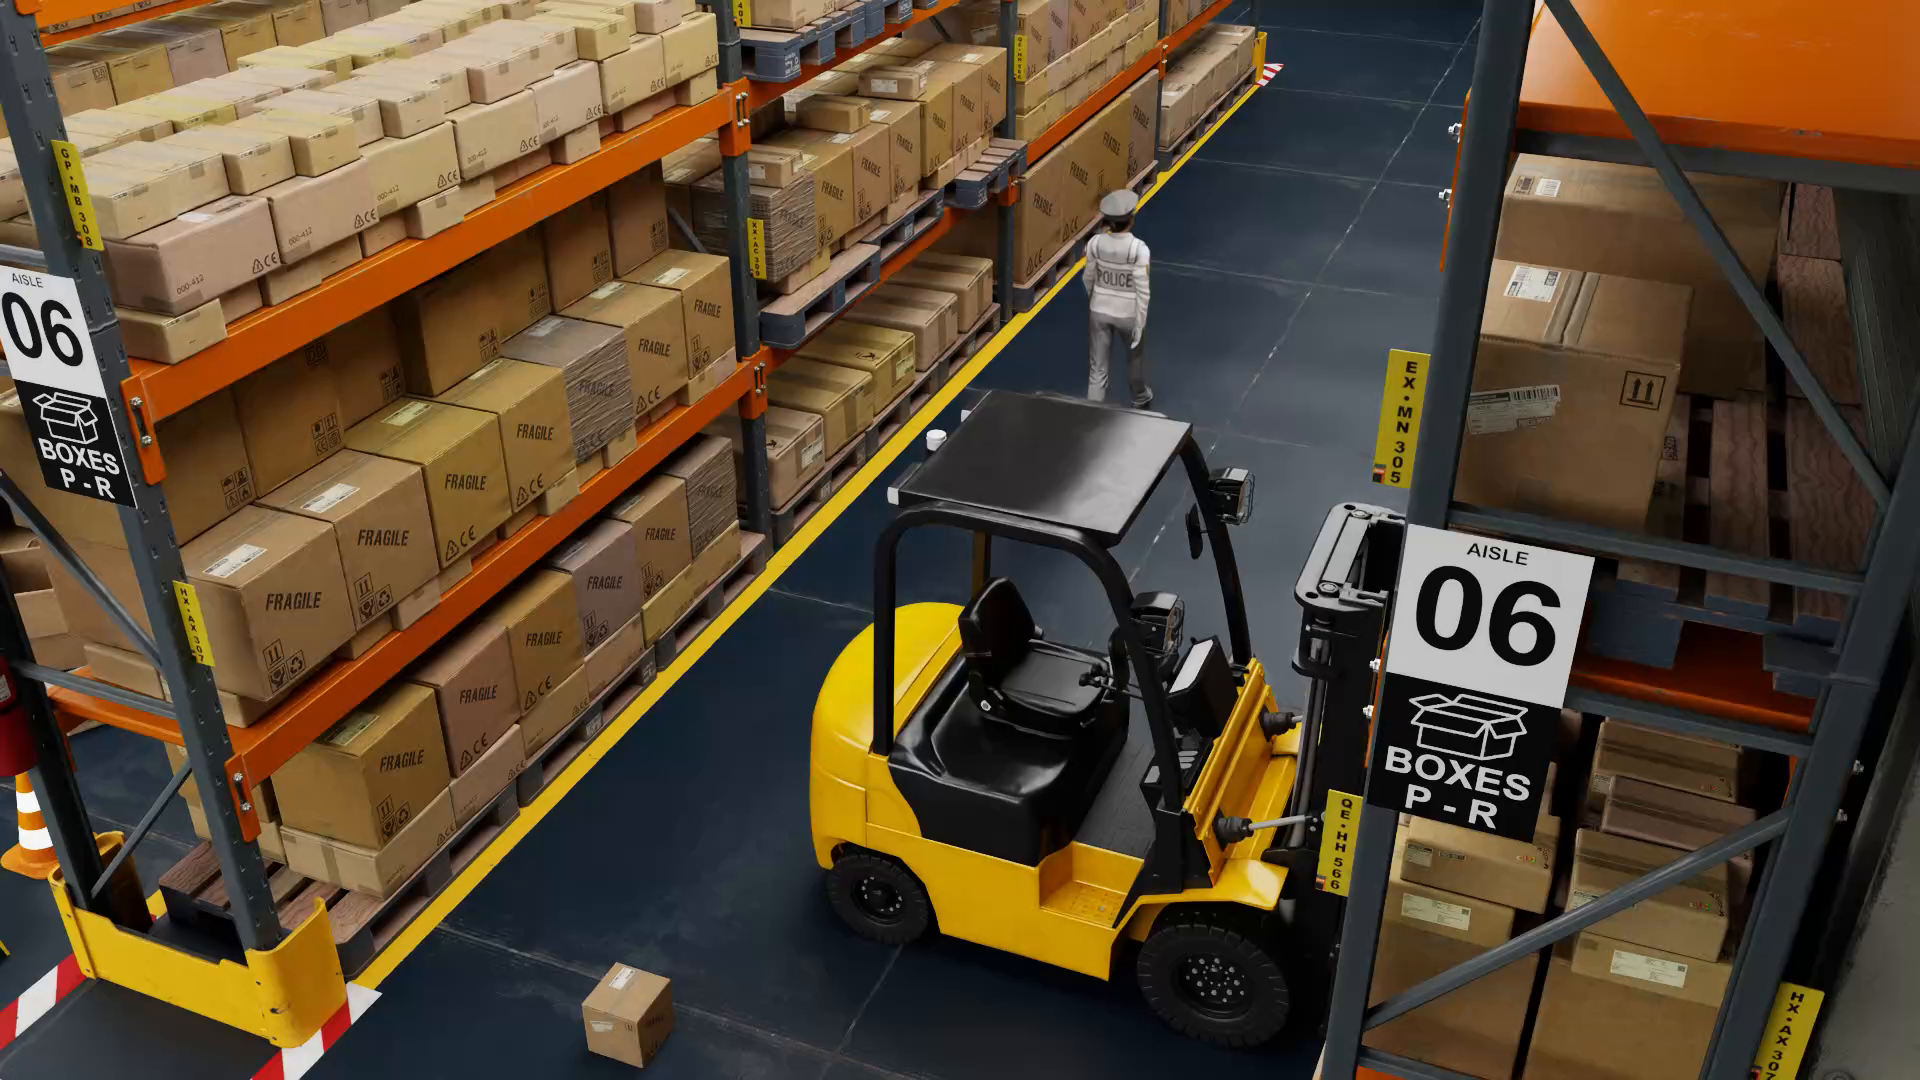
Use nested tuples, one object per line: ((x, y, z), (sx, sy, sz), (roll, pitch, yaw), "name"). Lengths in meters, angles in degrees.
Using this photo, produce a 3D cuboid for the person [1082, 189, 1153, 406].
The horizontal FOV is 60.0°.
((1.056, -1.544, 11.028), (0.498, 1.638, 0.961), (10, 31, 17), "person")
